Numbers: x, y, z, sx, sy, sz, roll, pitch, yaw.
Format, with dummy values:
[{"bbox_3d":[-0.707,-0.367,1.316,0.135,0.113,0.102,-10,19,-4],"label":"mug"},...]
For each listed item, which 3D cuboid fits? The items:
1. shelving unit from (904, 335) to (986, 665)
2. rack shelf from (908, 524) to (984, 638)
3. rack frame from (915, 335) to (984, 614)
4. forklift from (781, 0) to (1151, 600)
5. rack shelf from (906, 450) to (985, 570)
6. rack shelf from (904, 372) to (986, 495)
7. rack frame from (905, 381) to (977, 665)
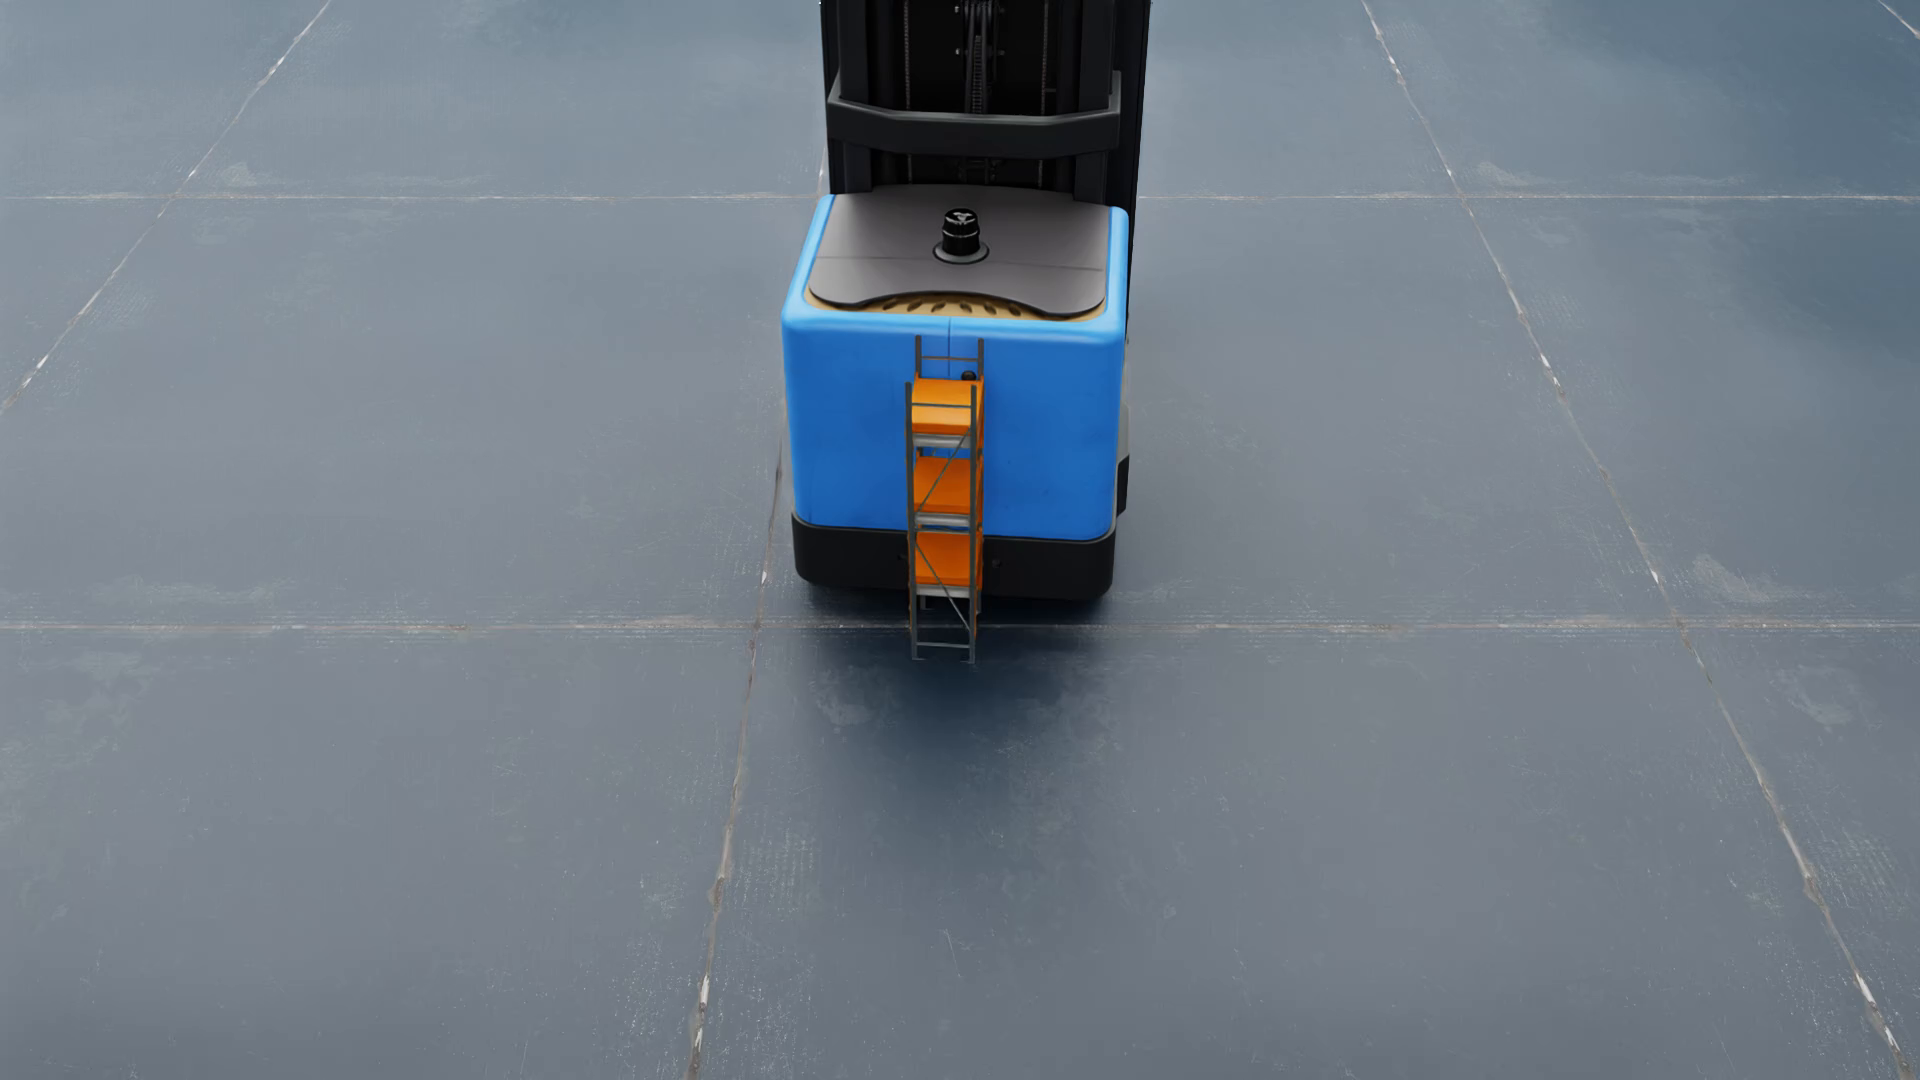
[{"bbox_3d":[-0.042,-0.100,5.035,0.215,1.050,0.252,3,39,4],"label":"shelving unit"},{"bbox_3d":[-0.042,0.125,5.215,0.215,0.259,0.240,3,39,4],"label":"rack shelf"},{"bbox_3d":[-0.031,-0.176,5.130,0.200,1.050,0.008,3,39,4],"label":"rack frame"},{"bbox_3d":[0.105,-1.858,5.725,1.130,2.935,3.031,3,39,4],"label":"forklift"},{"bbox_3d":[-0.042,-0.091,5.041,0.215,0.259,0.240,3,39,4],"label":"rack shelf"},{"bbox_3d":[-0.042,-0.313,4.864,0.215,0.259,0.240,3,39,4],"label":"rack shelf"},{"bbox_3d":[-0.053,-0.024,4.940,0.200,1.050,0.008,3,39,4],"label":"rack frame"}]
